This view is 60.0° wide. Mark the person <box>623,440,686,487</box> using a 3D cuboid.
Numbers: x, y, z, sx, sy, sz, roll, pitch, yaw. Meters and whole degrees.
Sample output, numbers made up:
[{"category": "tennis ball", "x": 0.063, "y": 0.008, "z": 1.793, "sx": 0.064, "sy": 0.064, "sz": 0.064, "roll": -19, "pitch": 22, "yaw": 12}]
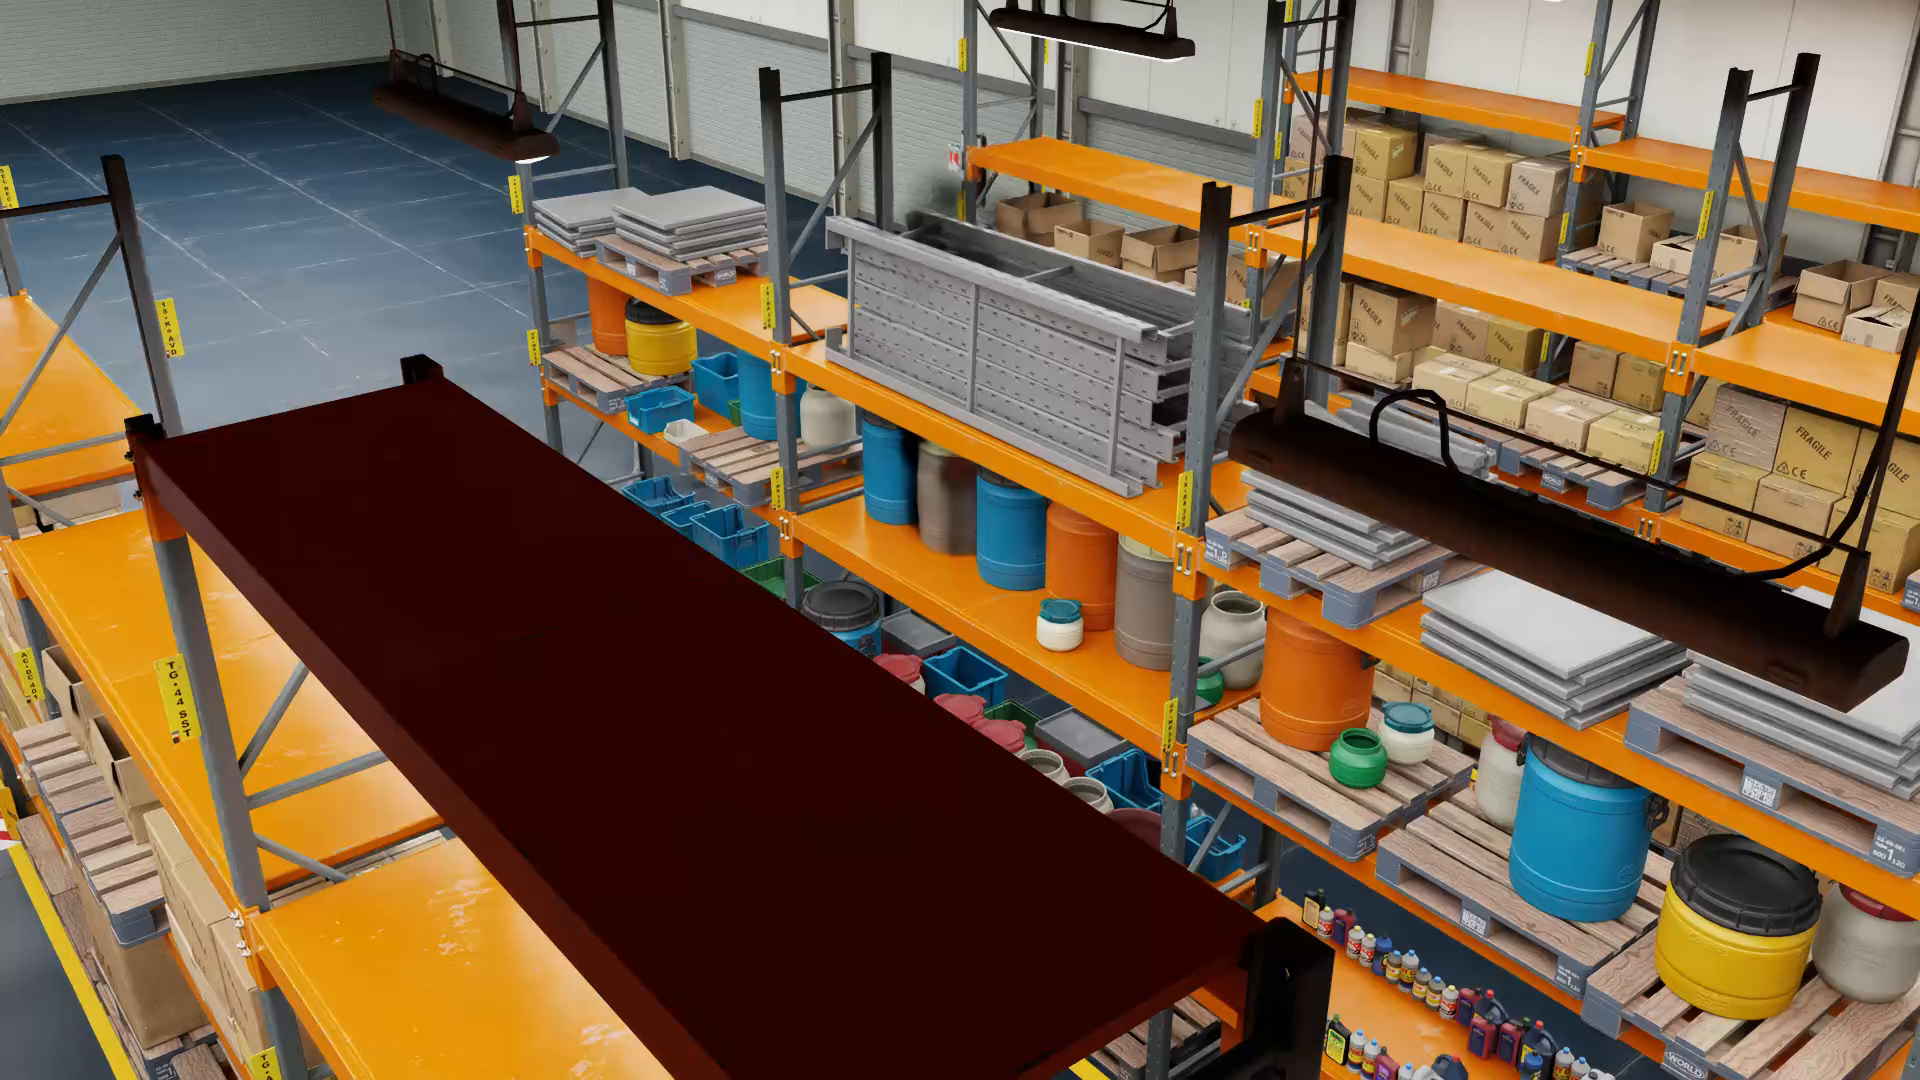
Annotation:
[{"category": "person", "x": -3.532, "y": -1.410, "z": 19.263, "sx": 0.911, "sy": 1.741, "sz": 0.615, "roll": -6, "pitch": 26, "yaw": -12}]

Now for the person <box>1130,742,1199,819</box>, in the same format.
[{"category": "person", "x": 1.587, "y": 1.678, "z": 13.043, "sx": 0.536, "sy": 1.552, "sz": 0.651, "roll": -22, "pitch": 33, "yaw": -37}]
